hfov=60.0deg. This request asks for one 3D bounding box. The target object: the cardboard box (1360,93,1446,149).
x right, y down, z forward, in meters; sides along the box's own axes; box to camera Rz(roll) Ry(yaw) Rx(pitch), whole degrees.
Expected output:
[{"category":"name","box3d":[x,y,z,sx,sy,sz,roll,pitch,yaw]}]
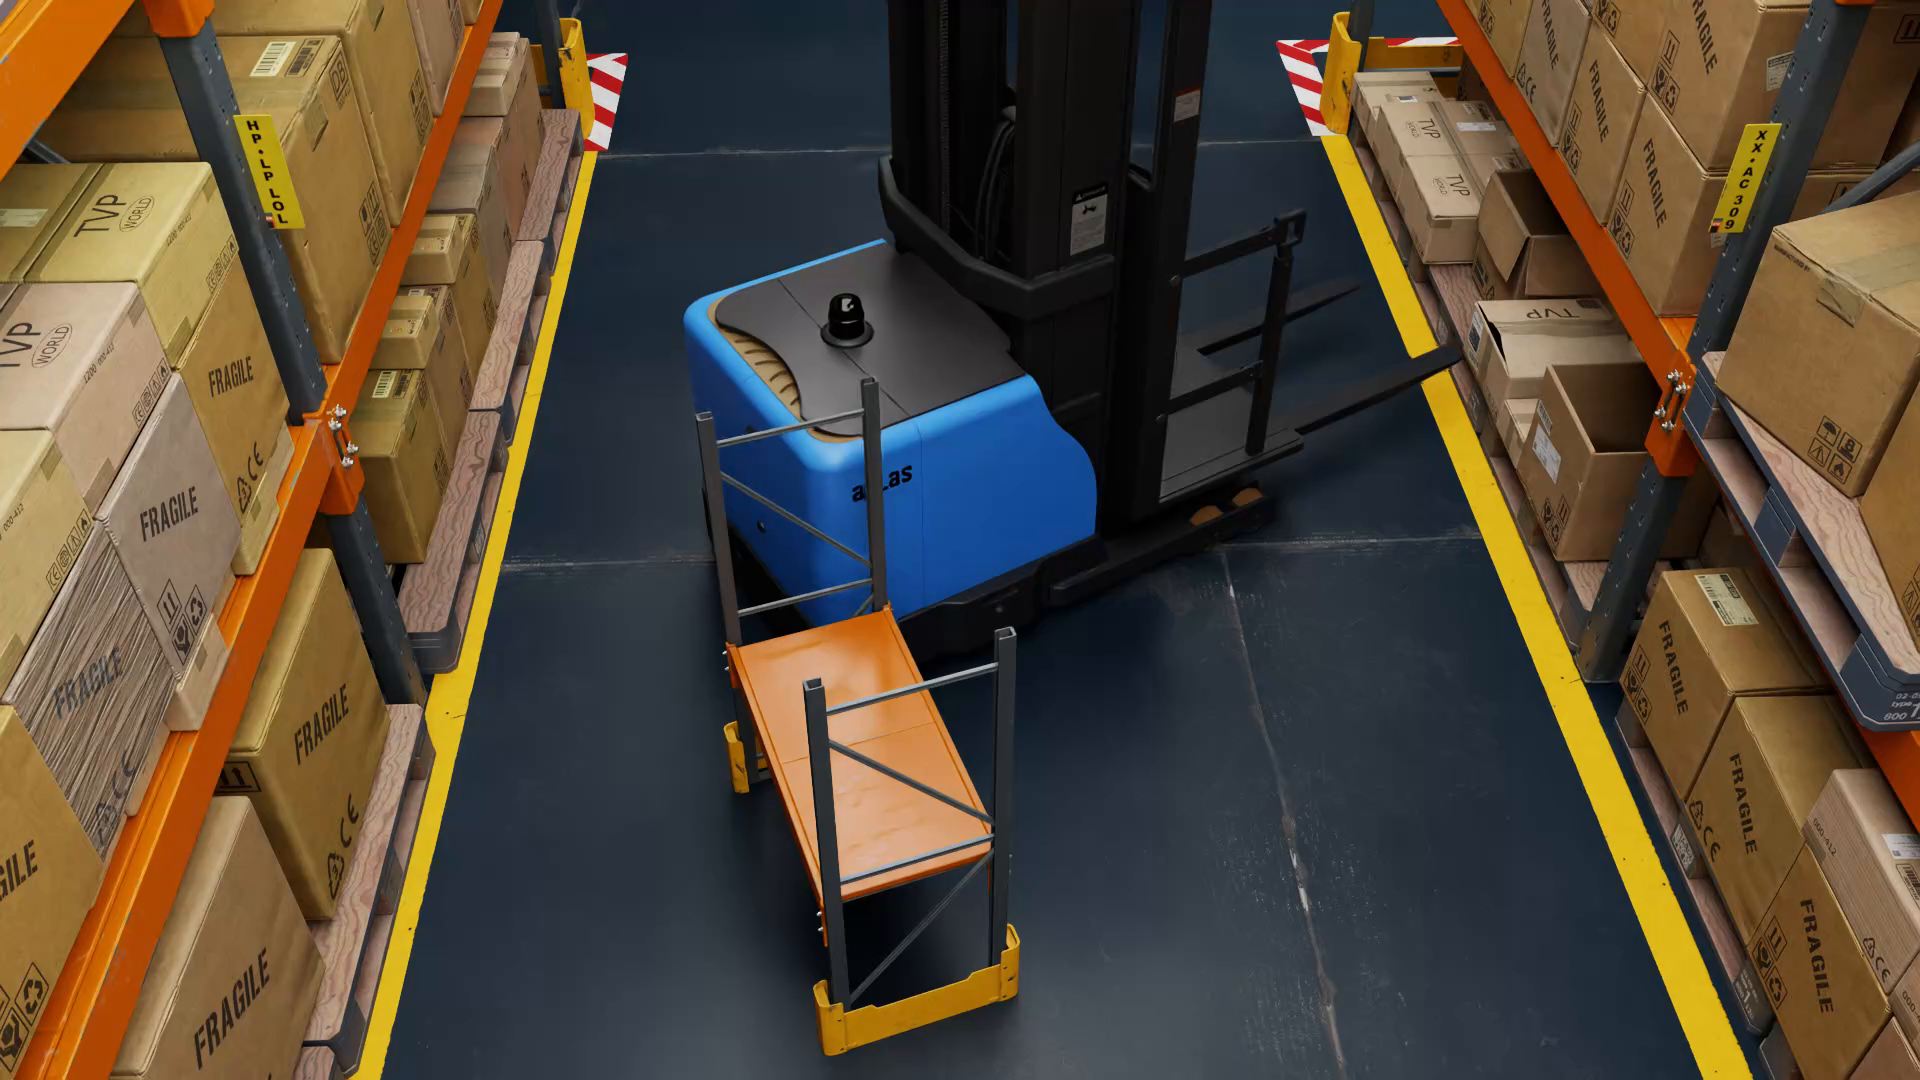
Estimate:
[{"category":"cardboard box","box3d":[2.154,-2.021,8.006,0.380,0.166,0.250,-2,43,-2]}]

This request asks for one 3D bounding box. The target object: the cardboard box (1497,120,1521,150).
[{"category":"cardboard box","box3d":[2.665,-1.846,7.815,0.380,0.166,0.250,-2,43,-2]}]

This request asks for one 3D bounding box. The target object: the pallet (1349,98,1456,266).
[{"category":"pallet","box3d":[2.507,-1.747,8.000,1.003,0.211,1.213,-2,43,-2]}]

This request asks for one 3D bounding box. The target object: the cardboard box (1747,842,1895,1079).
[{"category":"cardboard box","box3d":[2.463,1.126,4.326,0.500,0.500,0.500,-1,43,-1]}]

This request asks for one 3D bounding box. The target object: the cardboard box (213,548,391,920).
[{"category":"cardboard box","box3d":[-2.153,0.554,4.706,0.750,0.750,0.750,-1,43,-1]}]

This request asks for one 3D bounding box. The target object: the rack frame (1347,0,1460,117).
[{"category":"rack frame","box3d":[2.469,-3.364,7.700,1.000,3.000,0.127,-2,43,-2]}]

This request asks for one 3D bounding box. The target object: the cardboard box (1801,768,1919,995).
[{"category":"cardboard box","box3d":[2.458,0.828,4.096,0.500,0.250,0.500,-2,43,-2]}]

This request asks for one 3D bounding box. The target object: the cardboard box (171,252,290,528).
[{"category":"cardboard box","box3d":[-2.039,-0.369,4.123,0.500,0.500,0.500,-2,43,-2]}]

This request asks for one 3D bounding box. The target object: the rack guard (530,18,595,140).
[{"category":"rack guard","box3d":[-2.481,-2.314,8.405,1.175,0.500,0.348,-2,43,-2]}]

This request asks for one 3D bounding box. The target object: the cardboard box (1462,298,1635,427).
[{"category":"cardboard box","box3d":[2.299,-0.718,6.477,0.500,0.311,0.500,-2,43,-2]}]

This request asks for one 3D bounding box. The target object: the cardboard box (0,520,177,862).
[{"category":"cardboard box","box3d":[-1.995,0.315,3.378,0.500,0.500,0.500,-2,43,-2]}]

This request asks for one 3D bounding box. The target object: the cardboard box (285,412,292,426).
[{"category":"cardboard box","box3d":[-2.432,-0.396,5.521,0.380,0.149,0.250,-2,43,-2]}]

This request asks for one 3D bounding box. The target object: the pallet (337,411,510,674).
[{"category":"pallet","box3d":[-2.265,-0.007,6.101,1.003,0.211,1.213,-2,43,-2]}]

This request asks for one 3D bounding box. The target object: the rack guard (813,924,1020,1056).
[{"category":"rack guard","box3d":[-0.117,1.266,4.683,0.587,0.250,0.087,-14,44,-15]}]

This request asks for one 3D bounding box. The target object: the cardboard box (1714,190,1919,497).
[{"category":"cardboard box","box3d":[2.435,-0.529,4.223,0.700,0.500,0.500,-15,45,-16]}]

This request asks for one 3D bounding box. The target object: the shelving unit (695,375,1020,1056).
[{"category":"shelving unit","box3d":[-0.288,0.490,4.606,0.587,1.500,1.083,-14,44,-15]}]

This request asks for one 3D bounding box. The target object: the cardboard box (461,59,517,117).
[{"category":"cardboard box","box3d":[-2.152,-1.968,7.236,0.380,0.149,0.250,-1,43,-1]}]

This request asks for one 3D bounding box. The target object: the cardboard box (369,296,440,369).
[{"category":"cardboard box","box3d":[-2.072,-0.736,5.892,0.380,0.149,0.250,0,43,0]}]

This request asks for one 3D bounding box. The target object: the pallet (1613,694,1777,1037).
[{"category":"pallet","box3d":[2.711,0.912,5.099,1.003,0.211,1.213,-2,43,-2]}]

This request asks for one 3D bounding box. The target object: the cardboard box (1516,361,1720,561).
[{"category":"cardboard box","box3d":[2.331,-0.281,5.861,0.500,0.500,0.500,-2,43,-2]}]

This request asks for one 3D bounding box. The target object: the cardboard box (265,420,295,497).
[{"category":"cardboard box","box3d":[-2.013,-0.214,4.434,0.380,0.149,0.250,-1,43,-1]}]

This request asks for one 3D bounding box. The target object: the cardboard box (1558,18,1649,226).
[{"category":"cardboard box","box3d":[2.338,-1.379,5.460,0.500,0.500,0.500,-1,43,-1]}]

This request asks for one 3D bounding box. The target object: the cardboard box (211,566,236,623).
[{"category":"cardboard box","box3d":[-2.013,0.132,4.057,0.380,0.149,0.250,0,43,0]}]

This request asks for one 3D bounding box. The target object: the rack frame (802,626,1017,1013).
[{"category":"rack frame","box3d":[-0.110,0.818,4.248,0.500,1.500,0.032,-14,44,-15]}]

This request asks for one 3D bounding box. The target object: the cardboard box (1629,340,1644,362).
[{"category":"cardboard box","box3d":[2.790,-0.655,6.516,0.380,0.166,0.250,-2,43,-2]}]

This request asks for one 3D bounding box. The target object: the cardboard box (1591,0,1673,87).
[{"category":"cardboard box","box3d":[2.334,-1.749,5.124,0.500,0.500,0.500,-2,43,-3]}]

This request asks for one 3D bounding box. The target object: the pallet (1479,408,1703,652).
[{"category":"pallet","box3d":[2.610,-0.099,6.202,1.003,0.211,1.213,-2,43,-2]}]

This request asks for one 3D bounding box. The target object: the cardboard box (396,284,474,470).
[{"category":"cardboard box","box3d":[-2.258,-0.599,6.223,0.700,0.500,0.500,-2,43,-2]}]

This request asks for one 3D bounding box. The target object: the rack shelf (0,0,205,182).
[{"category":"rack shelf","box3d":[-2.226,-0.009,2.353,1.077,0.370,4.000,-2,43,-2]}]

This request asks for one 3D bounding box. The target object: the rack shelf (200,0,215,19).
[{"category":"rack shelf","box3d":[-2.395,-2.710,5.299,1.077,0.370,4.000,-2,43,-2]}]

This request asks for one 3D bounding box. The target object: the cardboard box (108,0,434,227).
[{"category":"cardboard box","box3d":[-2.343,-1.489,5.433,0.980,0.700,0.700,-3,43,-3]}]

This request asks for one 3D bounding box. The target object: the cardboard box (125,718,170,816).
[{"category":"cardboard box","box3d":[-1.999,0.476,3.682,0.380,0.149,0.250,-2,43,-2]}]

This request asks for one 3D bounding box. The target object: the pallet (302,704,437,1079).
[{"category":"pallet","box3d":[-2.202,1.028,4.973,1.003,0.211,1.213,-2,43,-2]}]

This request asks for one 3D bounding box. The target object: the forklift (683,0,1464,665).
[{"category":"forklift","box3d":[0.588,-1.325,5.527,3.031,2.935,1.130,-23,47,-23]}]

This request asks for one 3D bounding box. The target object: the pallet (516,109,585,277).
[{"category":"pallet","box3d":[-2.368,-1.654,7.898,1.003,0.211,1.213,-2,43,-2]}]

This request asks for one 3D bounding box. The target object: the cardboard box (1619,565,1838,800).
[{"category":"cardboard box","box3d":[2.416,0.429,5.086,0.500,0.500,0.500,-3,43,-4]}]

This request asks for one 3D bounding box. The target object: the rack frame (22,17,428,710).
[{"category":"rack frame","box3d":[-2.310,-0.519,4.596,1.000,3.000,0.127,-2,43,-2]}]

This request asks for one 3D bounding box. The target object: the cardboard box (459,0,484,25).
[{"category":"cardboard box","box3d":[-2.407,-2.495,6.530,0.980,0.700,0.700,-2,43,-2]}]

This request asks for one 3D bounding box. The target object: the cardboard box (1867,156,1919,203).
[{"category":"cardboard box","box3d":[2.889,-1.053,5.104,0.500,0.500,0.500,-1,43,-1]}]

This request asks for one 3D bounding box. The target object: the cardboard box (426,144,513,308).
[{"category":"cardboard box","box3d":[-2.307,-1.306,6.994,0.700,0.500,0.500,-3,43,-3]}]

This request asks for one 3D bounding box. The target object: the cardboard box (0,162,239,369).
[{"category":"cardboard box","box3d":[-2.035,-0.641,3.866,0.500,0.250,0.500,-1,43,-1]}]

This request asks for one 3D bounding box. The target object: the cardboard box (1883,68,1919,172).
[{"category":"cardboard box","box3d":[2.900,-1.395,4.738,0.500,0.500,0.500,-1,43,-1]}]

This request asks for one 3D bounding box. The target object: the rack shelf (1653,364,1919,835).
[{"category":"rack shelf","box3d":[2.724,0.952,3.524,1.077,0.370,4.000,-2,43,-2]}]

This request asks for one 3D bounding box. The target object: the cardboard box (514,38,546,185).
[{"category":"cardboard box","box3d":[-2.351,-1.983,7.733,0.700,0.500,0.500,-2,43,-2]}]

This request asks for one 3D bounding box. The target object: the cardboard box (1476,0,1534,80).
[{"category":"cardboard box","box3d":[2.289,-2.069,6.214,0.500,0.500,0.500,-1,43,-1]}]

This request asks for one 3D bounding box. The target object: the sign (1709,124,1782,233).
[{"category":"sign","box3d":[2.097,-0.962,4.439,0.100,0.325,0.005,-2,43,-2]}]

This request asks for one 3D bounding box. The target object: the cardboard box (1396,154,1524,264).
[{"category":"cardboard box","box3d":[2.251,-1.462,7.335,0.500,0.250,0.500,-2,43,-2]}]
